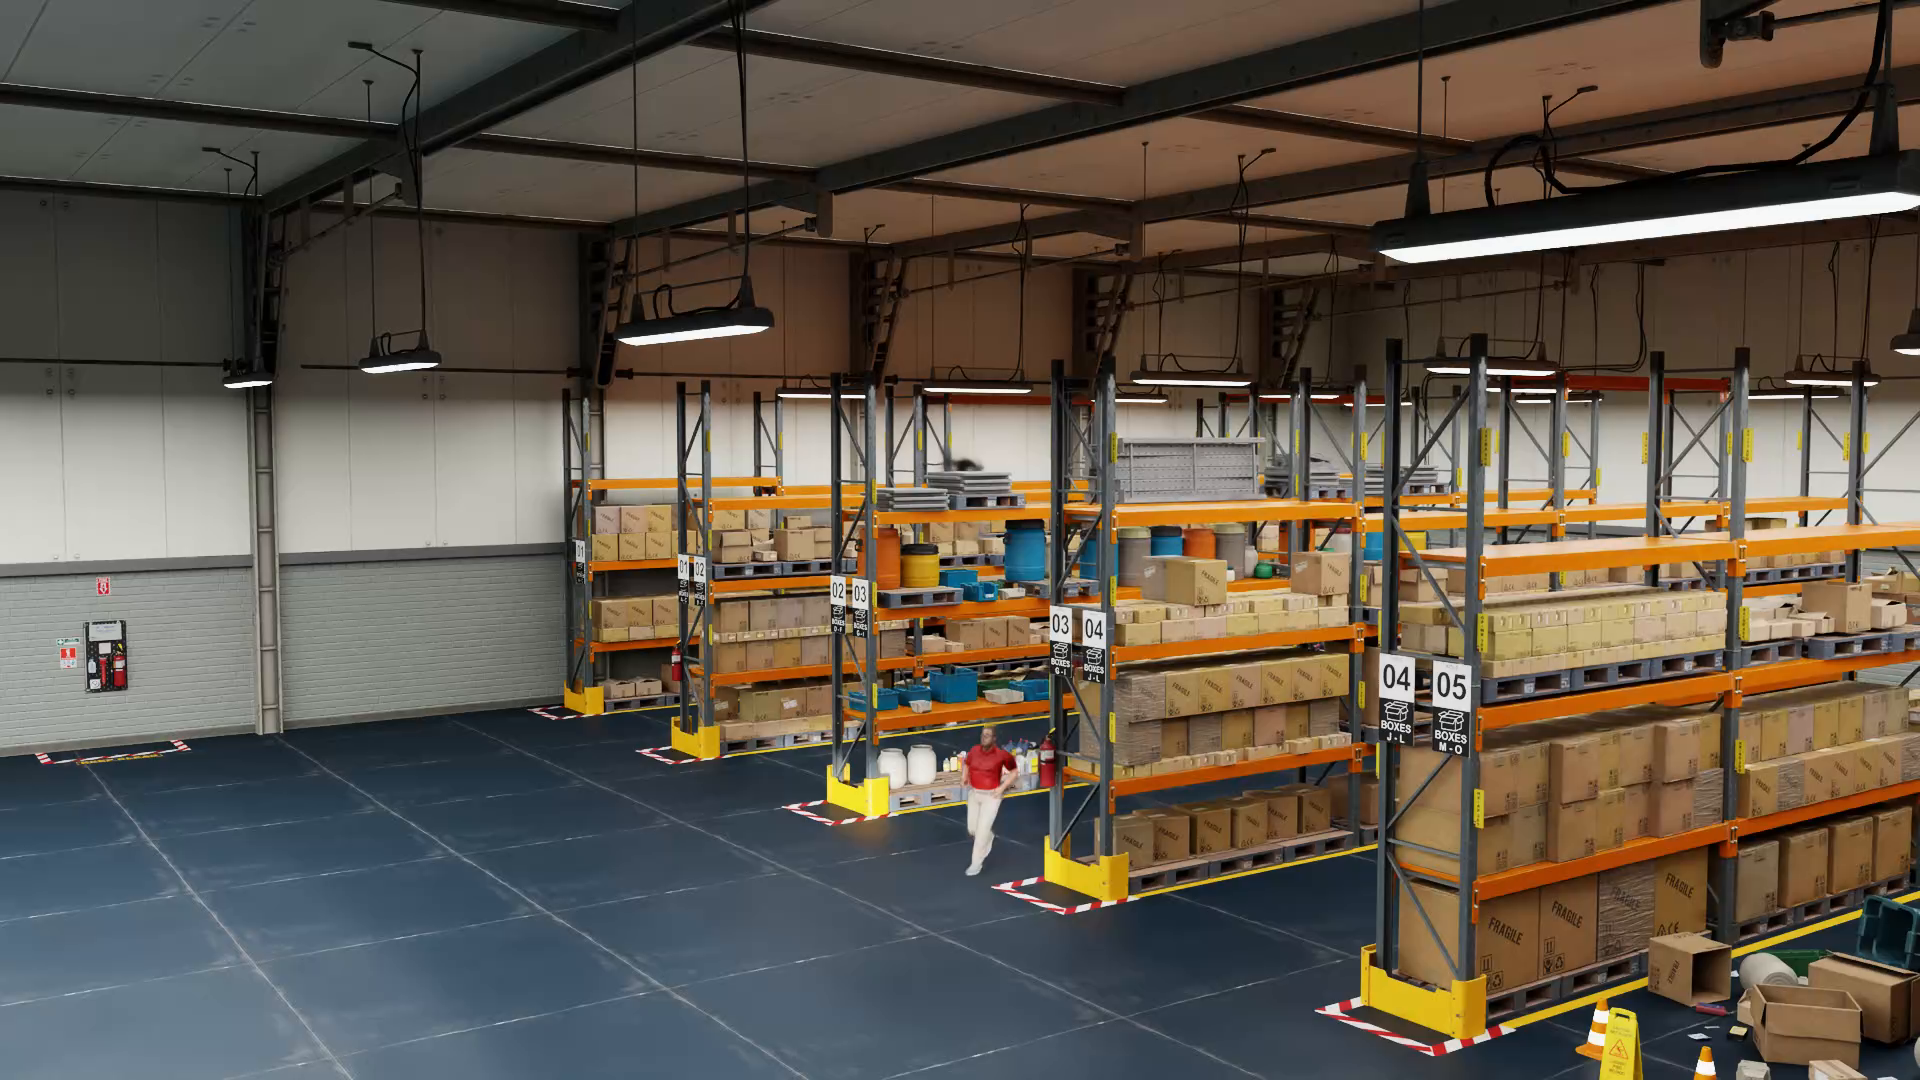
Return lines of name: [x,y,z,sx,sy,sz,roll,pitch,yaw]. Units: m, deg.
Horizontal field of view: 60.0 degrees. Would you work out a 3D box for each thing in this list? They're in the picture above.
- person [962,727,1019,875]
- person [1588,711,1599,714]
person: [0.349,3.062,19.741,0.674,1.718,0.812,2,4,29]
person: [8.287,2.990,21.489,0.758,1.620,0.532,-3,4,-35]
